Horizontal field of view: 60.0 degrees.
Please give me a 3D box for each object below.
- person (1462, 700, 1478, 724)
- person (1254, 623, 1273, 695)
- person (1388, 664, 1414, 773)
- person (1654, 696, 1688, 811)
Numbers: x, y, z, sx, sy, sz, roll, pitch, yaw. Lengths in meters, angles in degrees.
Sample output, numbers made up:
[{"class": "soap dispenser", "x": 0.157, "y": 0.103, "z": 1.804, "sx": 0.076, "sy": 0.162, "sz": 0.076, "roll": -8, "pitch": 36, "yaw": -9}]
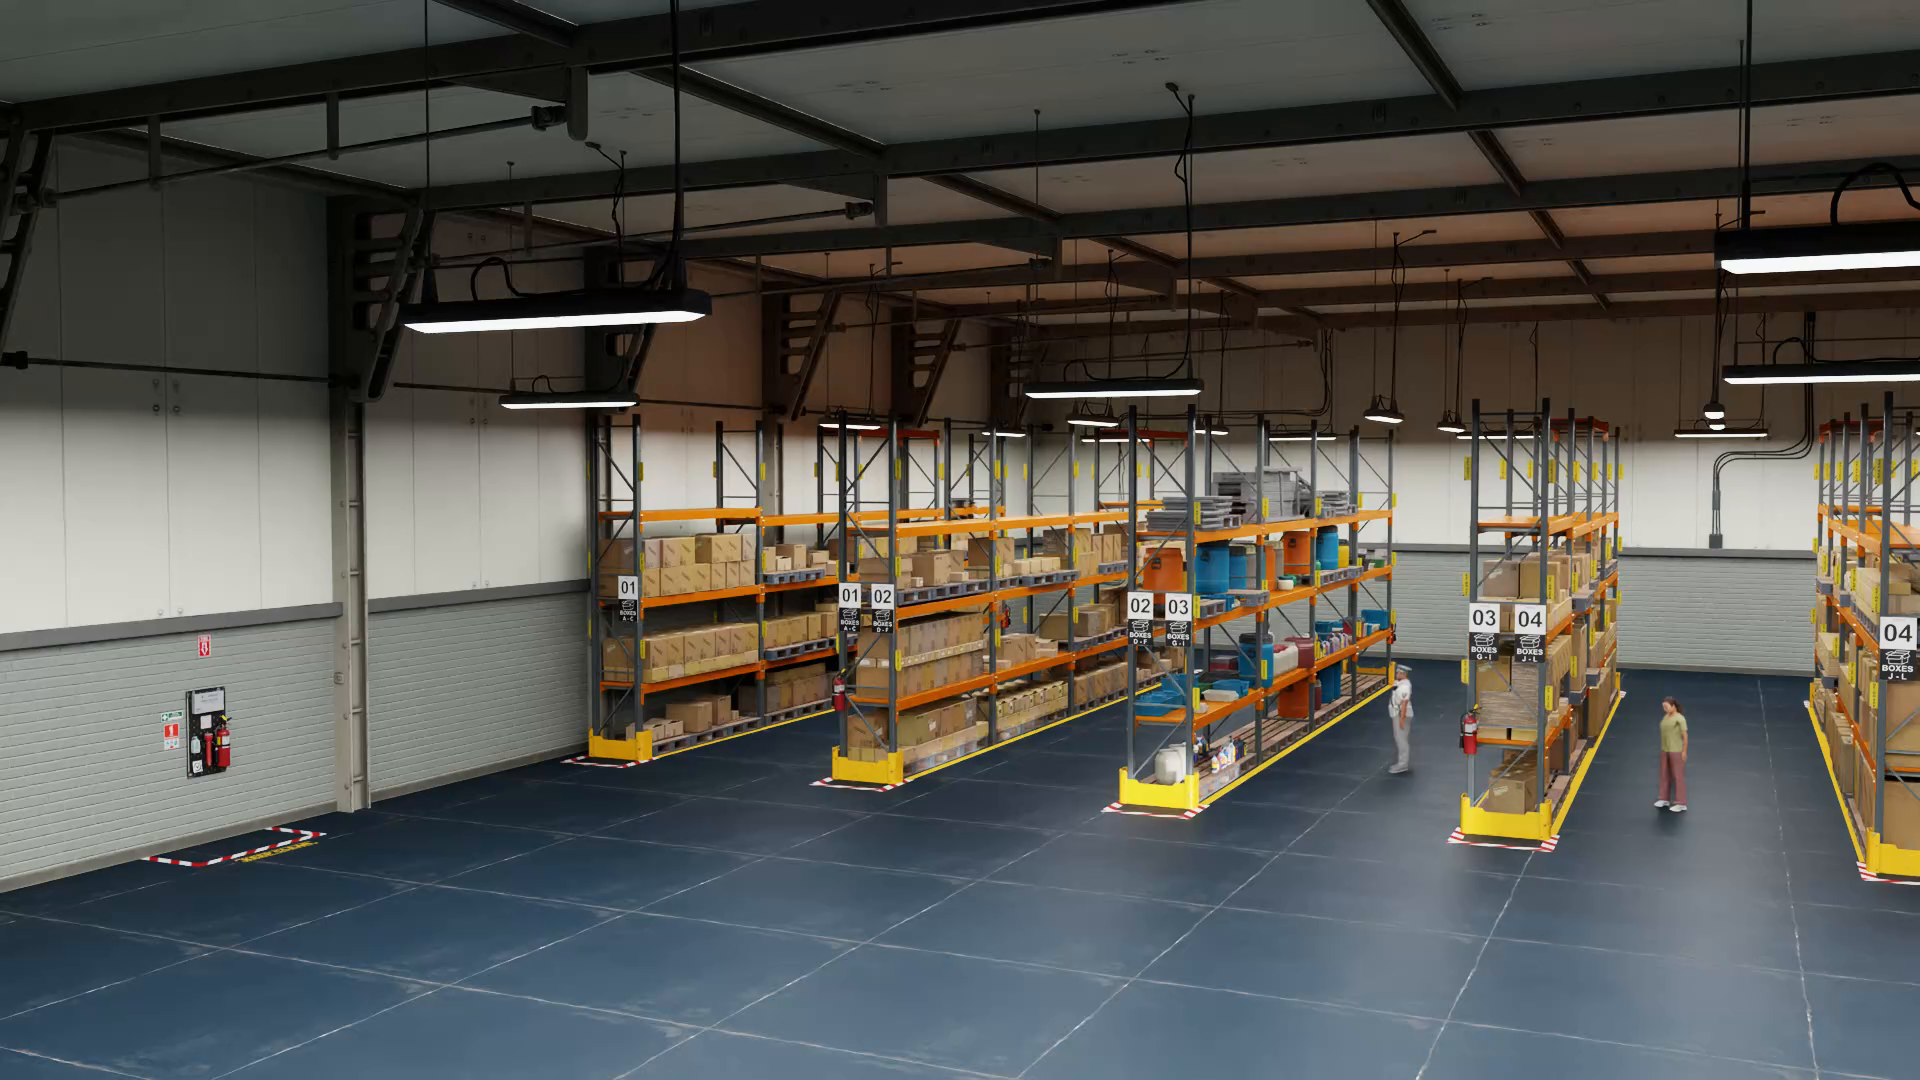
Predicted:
[{"class": "person", "x": 10.120, "y": 2.817, "z": 32.697, "sx": 0.435, "sy": 1.669, "sz": 0.490, "roll": 0, "pitch": 2, "yaw": 0}, {"class": "person", "x": 6.517, "y": 2.620, "z": 36.470, "sx": 1.189, "sy": 1.707, "sz": 0.533, "roll": -2, "pitch": 3, "yaw": -41}, {"class": "person", "x": 7.372, "y": 2.973, "z": 27.868, "sx": 0.436, "sy": 1.780, "sz": 0.589, "roll": 0, "pitch": 2, "yaw": 5}, {"class": "person", "x": 10.544, "y": 3.146, "z": 24.657, "sx": 0.380, "sy": 1.675, "sz": 0.525, "roll": 0, "pitch": 2, "yaw": -12}]
